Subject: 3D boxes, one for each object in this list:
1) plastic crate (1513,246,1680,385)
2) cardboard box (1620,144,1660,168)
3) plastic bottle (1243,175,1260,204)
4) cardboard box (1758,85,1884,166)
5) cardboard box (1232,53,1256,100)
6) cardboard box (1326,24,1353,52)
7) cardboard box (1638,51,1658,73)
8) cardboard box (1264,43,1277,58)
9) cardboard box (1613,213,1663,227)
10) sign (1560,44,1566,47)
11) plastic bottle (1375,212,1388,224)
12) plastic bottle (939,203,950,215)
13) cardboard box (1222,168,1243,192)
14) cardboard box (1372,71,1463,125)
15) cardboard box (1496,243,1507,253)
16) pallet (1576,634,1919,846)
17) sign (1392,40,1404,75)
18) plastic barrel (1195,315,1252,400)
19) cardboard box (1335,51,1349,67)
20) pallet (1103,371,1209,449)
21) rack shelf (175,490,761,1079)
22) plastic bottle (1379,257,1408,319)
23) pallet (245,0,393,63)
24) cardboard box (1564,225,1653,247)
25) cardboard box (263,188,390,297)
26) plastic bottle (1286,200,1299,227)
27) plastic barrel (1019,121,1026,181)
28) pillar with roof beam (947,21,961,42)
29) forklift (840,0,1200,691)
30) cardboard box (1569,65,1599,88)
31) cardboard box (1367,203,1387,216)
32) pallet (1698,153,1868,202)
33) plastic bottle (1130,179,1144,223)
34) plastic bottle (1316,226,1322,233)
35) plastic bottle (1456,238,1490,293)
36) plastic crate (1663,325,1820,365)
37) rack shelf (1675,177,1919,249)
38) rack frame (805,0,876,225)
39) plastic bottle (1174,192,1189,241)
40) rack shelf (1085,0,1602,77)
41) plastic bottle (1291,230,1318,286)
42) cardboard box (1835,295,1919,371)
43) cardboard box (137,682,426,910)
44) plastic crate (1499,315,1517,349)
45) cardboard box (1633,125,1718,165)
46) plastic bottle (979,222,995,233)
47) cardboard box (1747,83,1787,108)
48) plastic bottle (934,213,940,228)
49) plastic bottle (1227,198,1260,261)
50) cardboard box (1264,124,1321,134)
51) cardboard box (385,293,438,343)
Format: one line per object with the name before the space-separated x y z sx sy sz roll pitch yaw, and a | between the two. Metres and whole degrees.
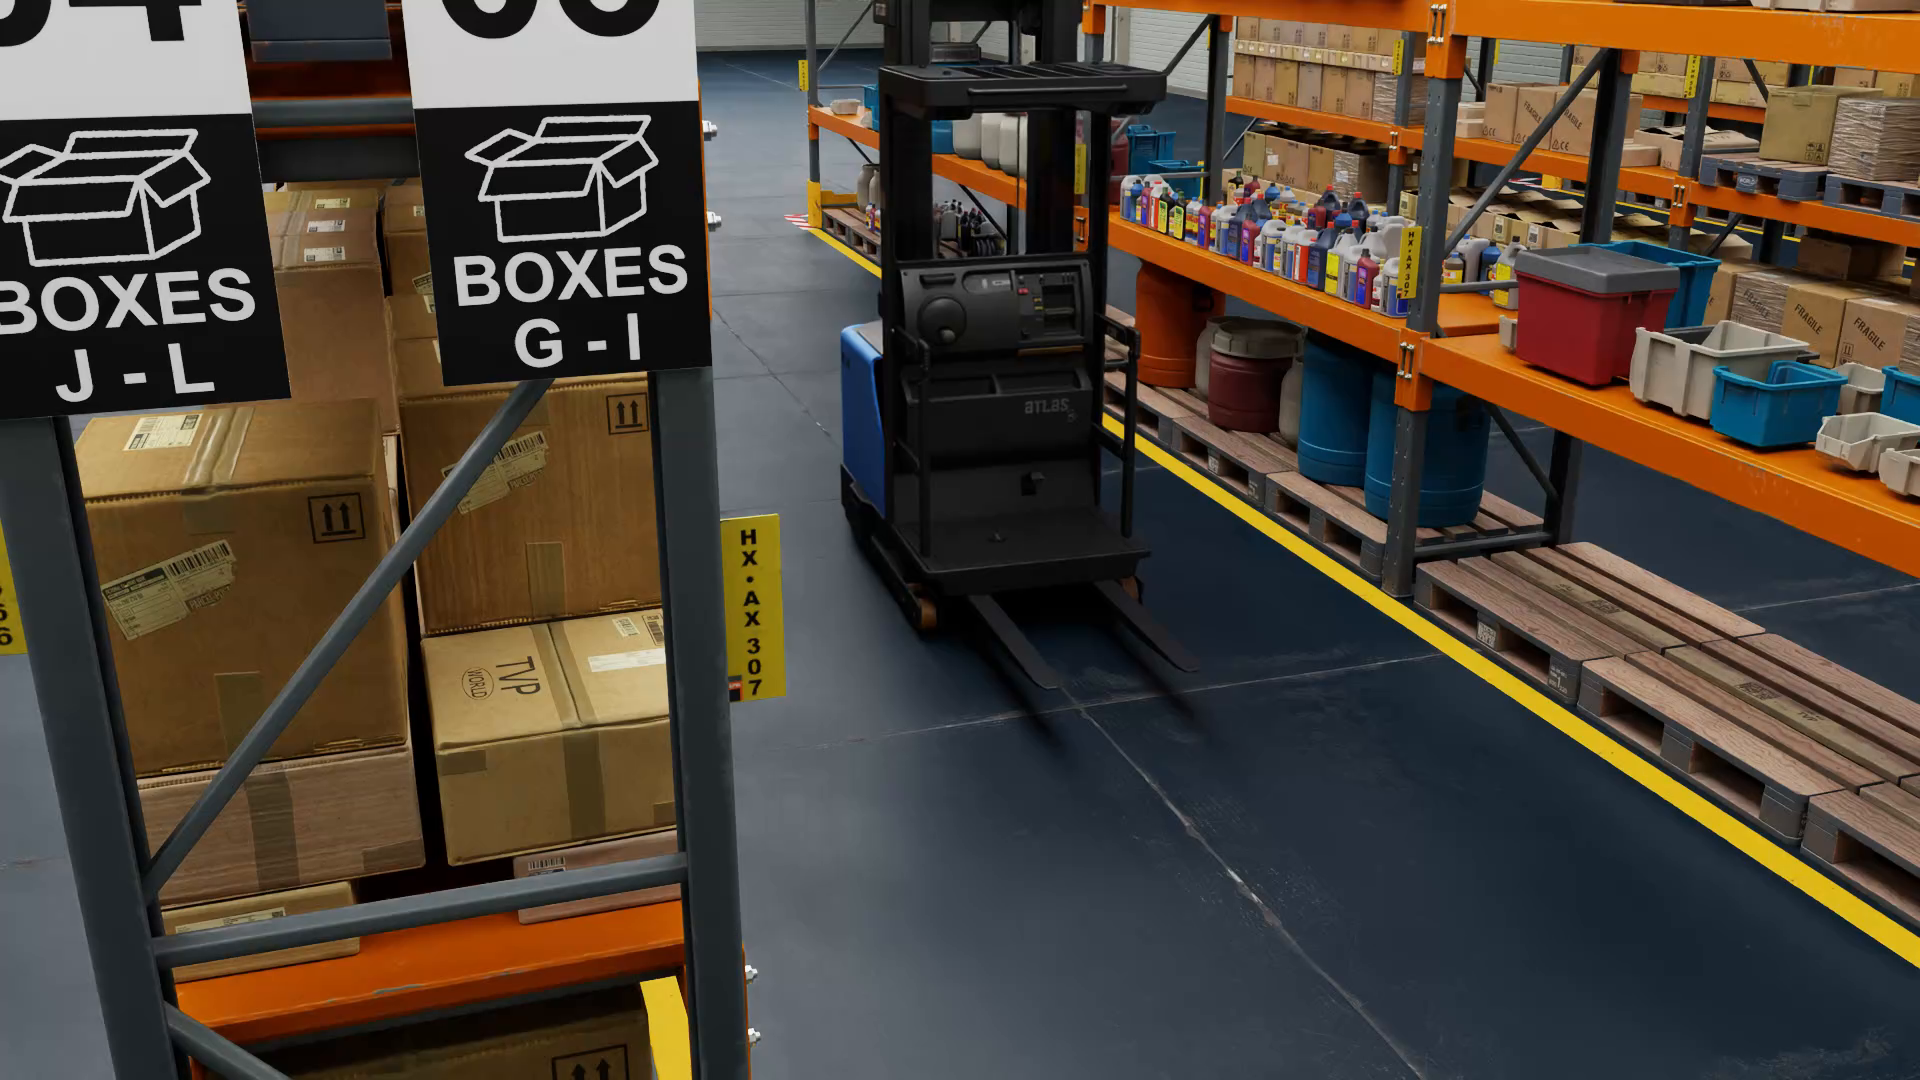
plastic crate | 2.615 -0.937 6.906 0.402 0.464 0.583 -6 21 -17
cardboard box | 5.474 -3.142 13.599 0.380 0.149 0.250 -6 21 -17
plastic bottle | 1.920 -2.262 10.951 0.061 0.283 0.133 -6 21 -17
cardboard box | 6.323 -3.056 12.217 0.700 0.500 0.500 -15 24 -35
cardboard box | 3.639 -5.464 19.544 0.700 0.500 0.500 -6 21 -17
cardboard box | 4.299 -5.407 17.465 0.700 0.500 0.500 -6 21 -17
cardboard box | 8.373 -5.876 19.922 0.500 0.500 0.500 -7 21 -19
cardboard box | 3.663 -5.526 18.756 0.380 0.149 0.250 -7 21 -18
cardboard box | 5.801 -2.699 14.611 0.500 0.311 0.500 -7 21 -19
sign | 7.690 -6.446 21.143 0.100 0.325 0.005 -6 21 -17
plastic bottle | 2.414 -1.732 9.493 0.097 0.271 0.097 0 20 0
plastic bottle | -0.153 -3.342 17.161 0.152 0.276 0.135 -6 21 -17
cardboard box | 3.461 -4.276 19.831 0.500 0.250 0.500 -6 21 -17
cardboard box | 4.616 -4.473 16.786 0.700 0.500 0.500 -7 21 -19
cardboard box | 5.137 -2.539 14.994 0.500 0.250 0.500 -6 21 -16
pallet | 3.227 0.744 6.533 1.003 0.211 1.213 -6 21 -17
sign | 4.235 -4.670 16.083 0.100 0.325 0.005 -6 21 -17
plastic barrel | 1.747 -1.176 10.812 0.421 0.512 0.421 0 20 0
cardboard box | 4.154 -5.028 17.371 0.380 0.149 0.250 -6 21 -17
pallet | 1.602 -0.915 11.152 1.003 0.211 1.213 -6 21 -17
rack shelf | -1.501 0.314 4.668 1.077 0.370 4.000 -6 21 -17
plastic bottle | 2.142 -1.226 8.076 0.152 0.276 0.135 -6 21 -17
pallet | -1.116 -0.989 2.927 1.003 0.211 1.213 -6 21 -17
cardboard box | 5.451 -2.477 13.991 0.500 0.311 0.500 -7 21 -18
cardboard box | -2.222 -0.908 5.678 0.500 0.500 0.500 -6 21 -17
plastic bottle | 2.092 -2.029 10.421 0.097 0.201 0.097 0 20 0
plastic barrel | 0.657 -2.971 12.586 0.421 0.512 0.421 0 20 0
pillar with roof beam | -4.269 -17.956 45.596 9.100 9.000 0.400 -6 21 -17
forklift | 0.240 -1.099 7.641 1.130 2.935 3.031 -6 21 -15
cardboard box | 8.057 -5.844 20.942 0.500 0.250 0.500 -7 21 -19
cardboard box | 4.408 -3.314 17.151 0.500 0.250 0.500 -6 21 -17
pallet | 6.298 -2.701 12.282 1.213 0.211 1.003 -6 21 -17
plastic bottle | 1.155 -2.202 10.800 0.097 0.271 0.097 0 20 0
plastic bottle | 1.938 -1.565 9.028 0.097 0.271 0.097 0 20 0
plastic bottle | 2.673 -1.440 8.673 0.152 0.276 0.135 -6 21 -17
plastic crate | 3.179 -0.760 6.914 0.437 0.125 0.590 -6 21 -17
rack shelf | 6.647 -2.021 11.169 1.077 0.370 4.000 -6 21 -17
rack frame | -1.199 -5.043 18.520 1.000 3.000 0.127 -6 21 -17
plastic bottle | 1.361 -1.977 10.157 0.061 0.283 0.133 -6 21 -17
rack shelf | 1.944 -2.907 9.200 1.077 0.370 4.000 -6 21 -17
plastic bottle | 1.868 -1.505 8.853 0.152 0.276 0.135 -6 21 -17
cardboard box | 6.382 -1.359 11.311 0.500 0.500 0.500 -7 21 -19
cardboard box | -1.277 0.421 3.089 0.500 0.250 0.500 -7 21 -18
plastic crate | 2.583 -0.932 7.375 0.396 0.136 0.243 -6 21 -17
cardboard box | 5.921 -3.267 13.706 0.500 0.311 0.500 -7 21 -18
plastic bottle | 0.246 -2.934 16.027 0.152 0.276 0.135 -6 21 -15
cardboard box | 9.026 -4.871 18.232 0.500 0.250 0.500 -6 21 -17
plastic bottle | -0.222 -3.243 16.997 0.097 0.201 0.097 0 20 0
plastic bottle | 1.627 -1.783 9.516 0.144 0.351 0.185 -6 21 -17
cardboard box | 3.955 -4.684 19.858 0.500 0.500 0.500 -6 21 -17
cardboard box | -1.093 -0.314 4.025 0.500 0.500 0.500 -7 21 -19
